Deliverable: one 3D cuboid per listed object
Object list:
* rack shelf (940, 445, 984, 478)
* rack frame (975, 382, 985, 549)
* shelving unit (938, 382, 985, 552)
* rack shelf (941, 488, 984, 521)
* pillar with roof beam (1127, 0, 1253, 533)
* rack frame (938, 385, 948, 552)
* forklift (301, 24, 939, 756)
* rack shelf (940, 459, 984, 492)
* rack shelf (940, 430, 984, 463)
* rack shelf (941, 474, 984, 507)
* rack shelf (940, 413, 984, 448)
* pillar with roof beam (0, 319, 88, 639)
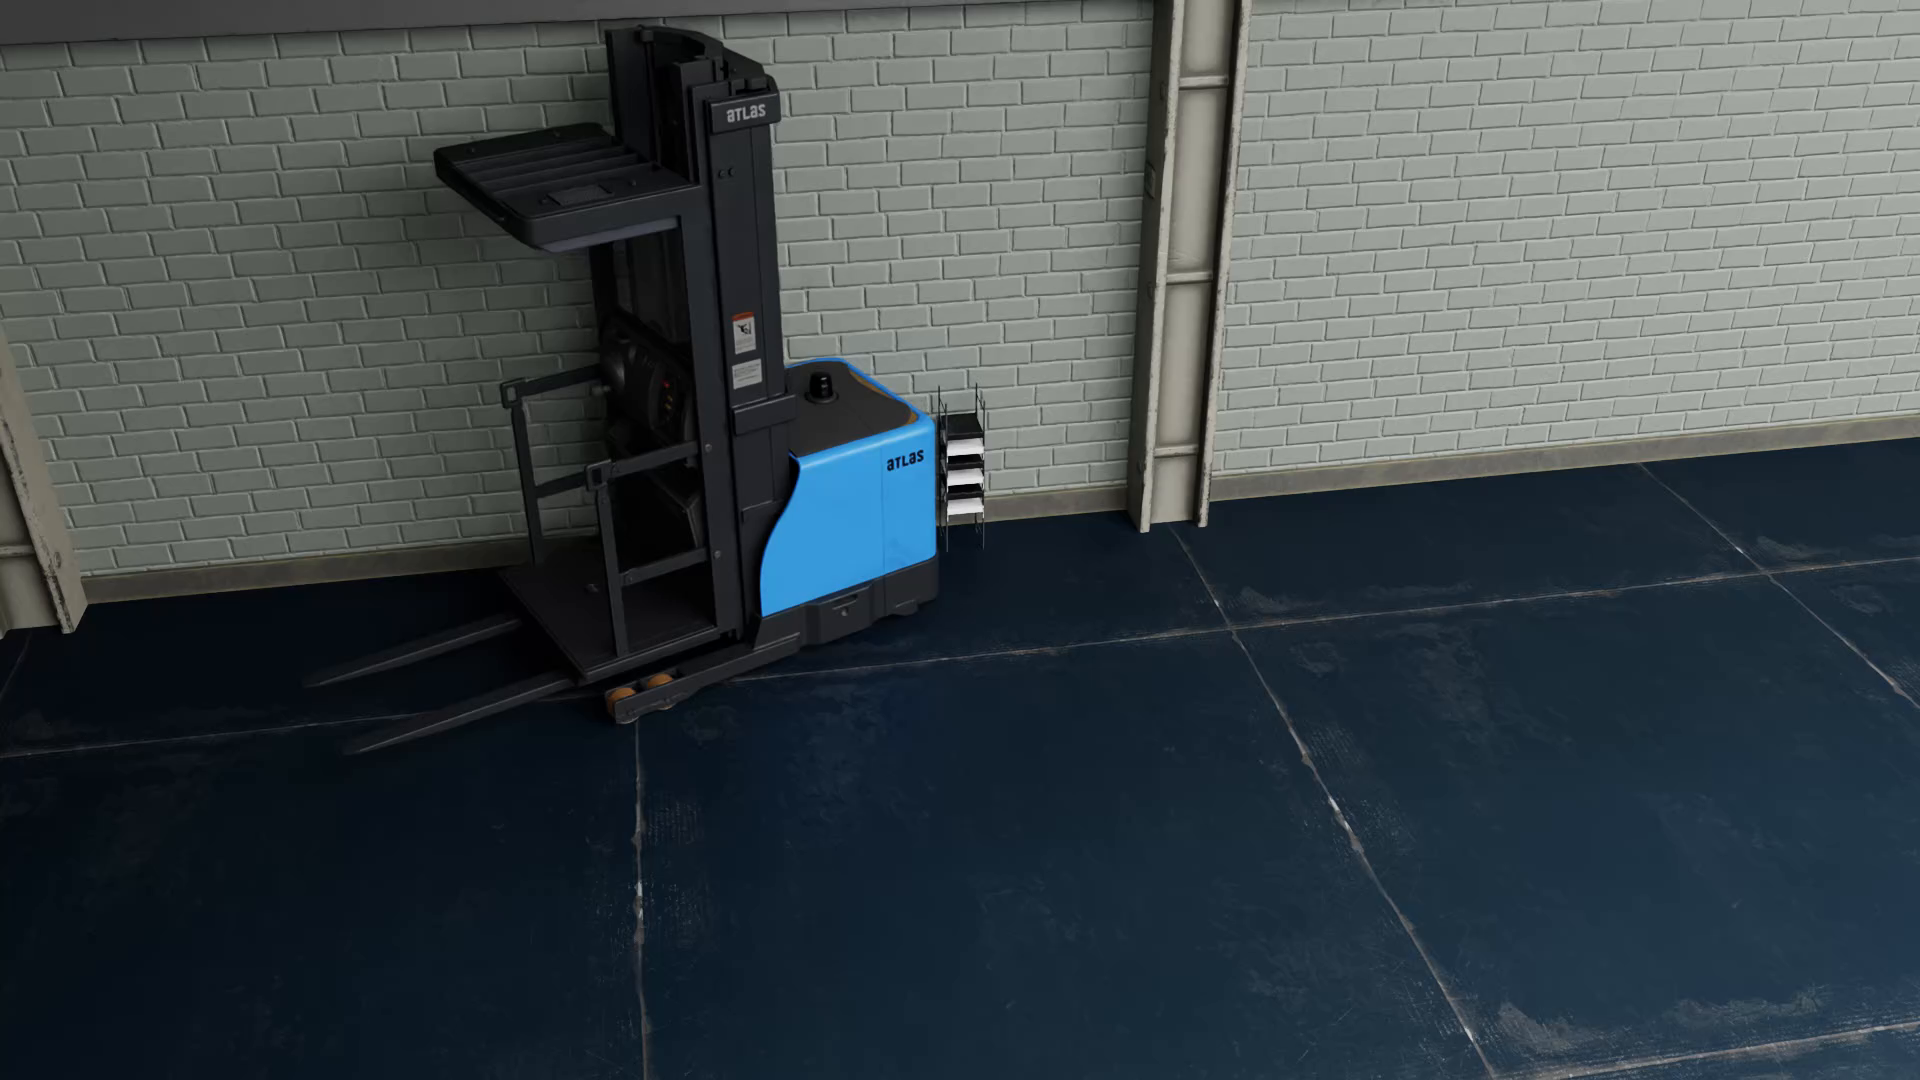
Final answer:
[{"bbox_3d":[0.008,-0.438,8.994,0.200,0.077,0.258,-5,31,-9],"label":"rack shelf"},{"bbox_3d":[0.108,-0.398,9.039,0.006,0.900,0.240,-5,31,-9],"label":"rack frame"},{"bbox_3d":[0.008,-0.389,9.023,0.210,0.900,0.258,-5,31,-9],"label":"shelving unit"},{"bbox_3d":[0.008,-0.205,9.131,0.200,0.077,0.258,-5,31,-9],"label":"rack shelf"},{"bbox_3d":[1.949,-1.869,3.550,0.400,9.000,9.100,-5,31,-9],"label":"pillar with roof beam"},{"bbox_3d":[-0.092,-0.379,9.007,0.006,0.900,0.240,-5,31,-9],"label":"rack frame"},{"bbox_3d":[-1.614,-0.709,7.563,3.031,2.935,1.130,-19,35,-29],"label":"forklift"},{"bbox_3d":[0.008,-0.360,9.040,0.200,0.077,0.258,-5,31,-9],"label":"rack shelf"},{"bbox_3d":[0.008,-0.515,8.949,0.200,0.077,0.258,-5,31,-9],"label":"rack shelf"},{"bbox_3d":[0.008,-0.282,9.086,0.200,0.077,0.258,-5,31,-9],"label":"rack shelf"},{"bbox_3d":[0.008,-0.593,8.903,0.200,0.077,0.258,-5,31,-9],"label":"rack shelf"},{"bbox_3d":[-3.953,-1.321,2.619,0.400,9.000,9.100,-5,31,-9],"label":"pillar with roof beam"}]
